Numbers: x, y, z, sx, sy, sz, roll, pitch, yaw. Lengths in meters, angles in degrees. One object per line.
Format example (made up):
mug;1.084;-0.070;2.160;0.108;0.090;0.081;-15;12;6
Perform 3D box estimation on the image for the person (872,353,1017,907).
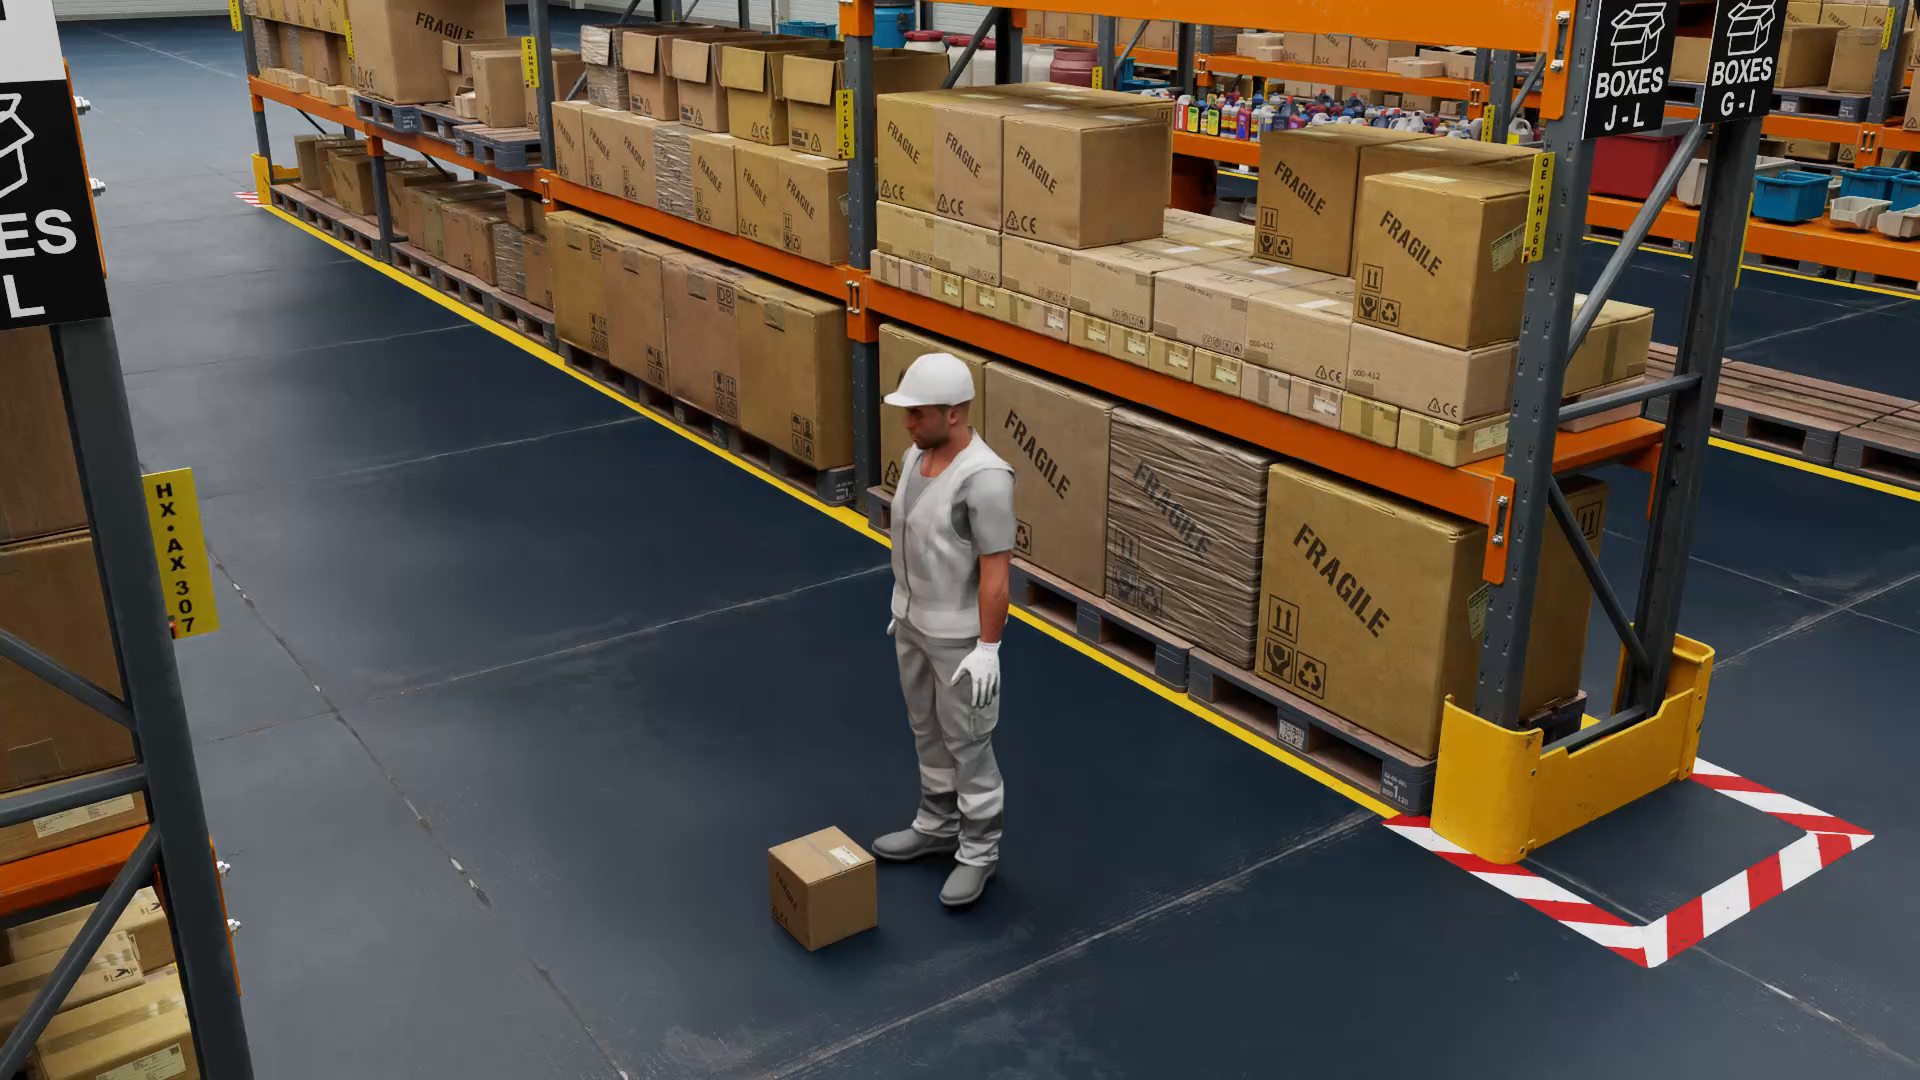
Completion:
person;-0.043;0.285;5.266;0.356;1.788;0.579;-14;25;-32
